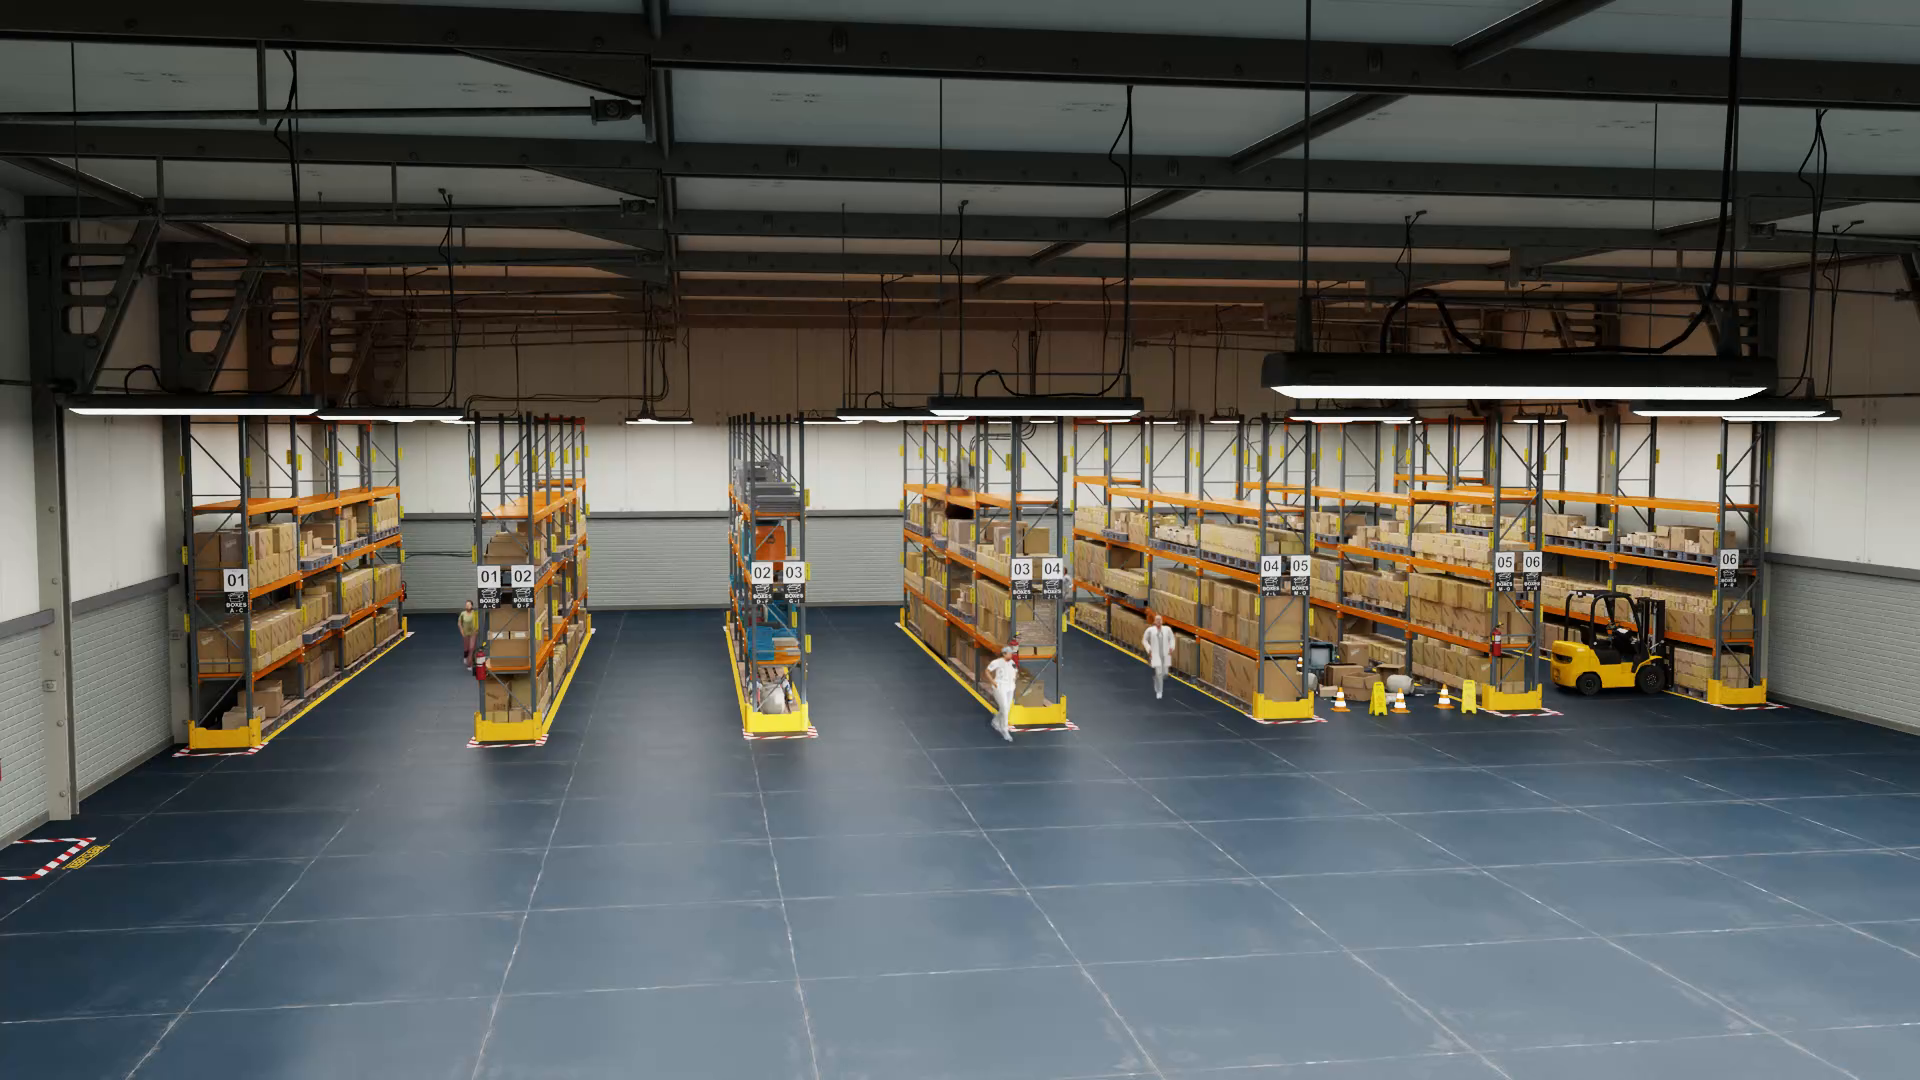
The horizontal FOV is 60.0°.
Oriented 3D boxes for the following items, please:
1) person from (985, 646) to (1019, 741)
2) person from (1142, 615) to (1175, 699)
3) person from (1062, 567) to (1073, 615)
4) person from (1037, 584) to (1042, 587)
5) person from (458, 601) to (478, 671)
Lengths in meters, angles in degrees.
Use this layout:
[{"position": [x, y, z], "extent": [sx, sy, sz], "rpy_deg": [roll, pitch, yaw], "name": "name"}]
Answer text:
[{"position": [0.841, 2.802, 30.807], "extent": [0.616, 1.678, 0.915], "rpy_deg": [-3, 5, -39], "name": "person"}, {"position": [4.225, 2.460, 35.328], "extent": [0.707, 1.751, 0.672], "rpy_deg": [0, 4, -4], "name": "person"}, {"position": [3.023, 1.576, 49.347], "extent": [0.844, 1.563, 0.603], "rpy_deg": [-3, 5, -38], "name": "person"}, {"position": [2.364, 1.525, 49.425], "extent": [0.877, 1.674, 0.868], "rpy_deg": [-1, 4, -9], "name": "person"}, {"position": [-11.579, 2.247, 39.373], "extent": [0.578, 1.630, 0.610], "rpy_deg": [-1, 4, -12], "name": "person"}]
